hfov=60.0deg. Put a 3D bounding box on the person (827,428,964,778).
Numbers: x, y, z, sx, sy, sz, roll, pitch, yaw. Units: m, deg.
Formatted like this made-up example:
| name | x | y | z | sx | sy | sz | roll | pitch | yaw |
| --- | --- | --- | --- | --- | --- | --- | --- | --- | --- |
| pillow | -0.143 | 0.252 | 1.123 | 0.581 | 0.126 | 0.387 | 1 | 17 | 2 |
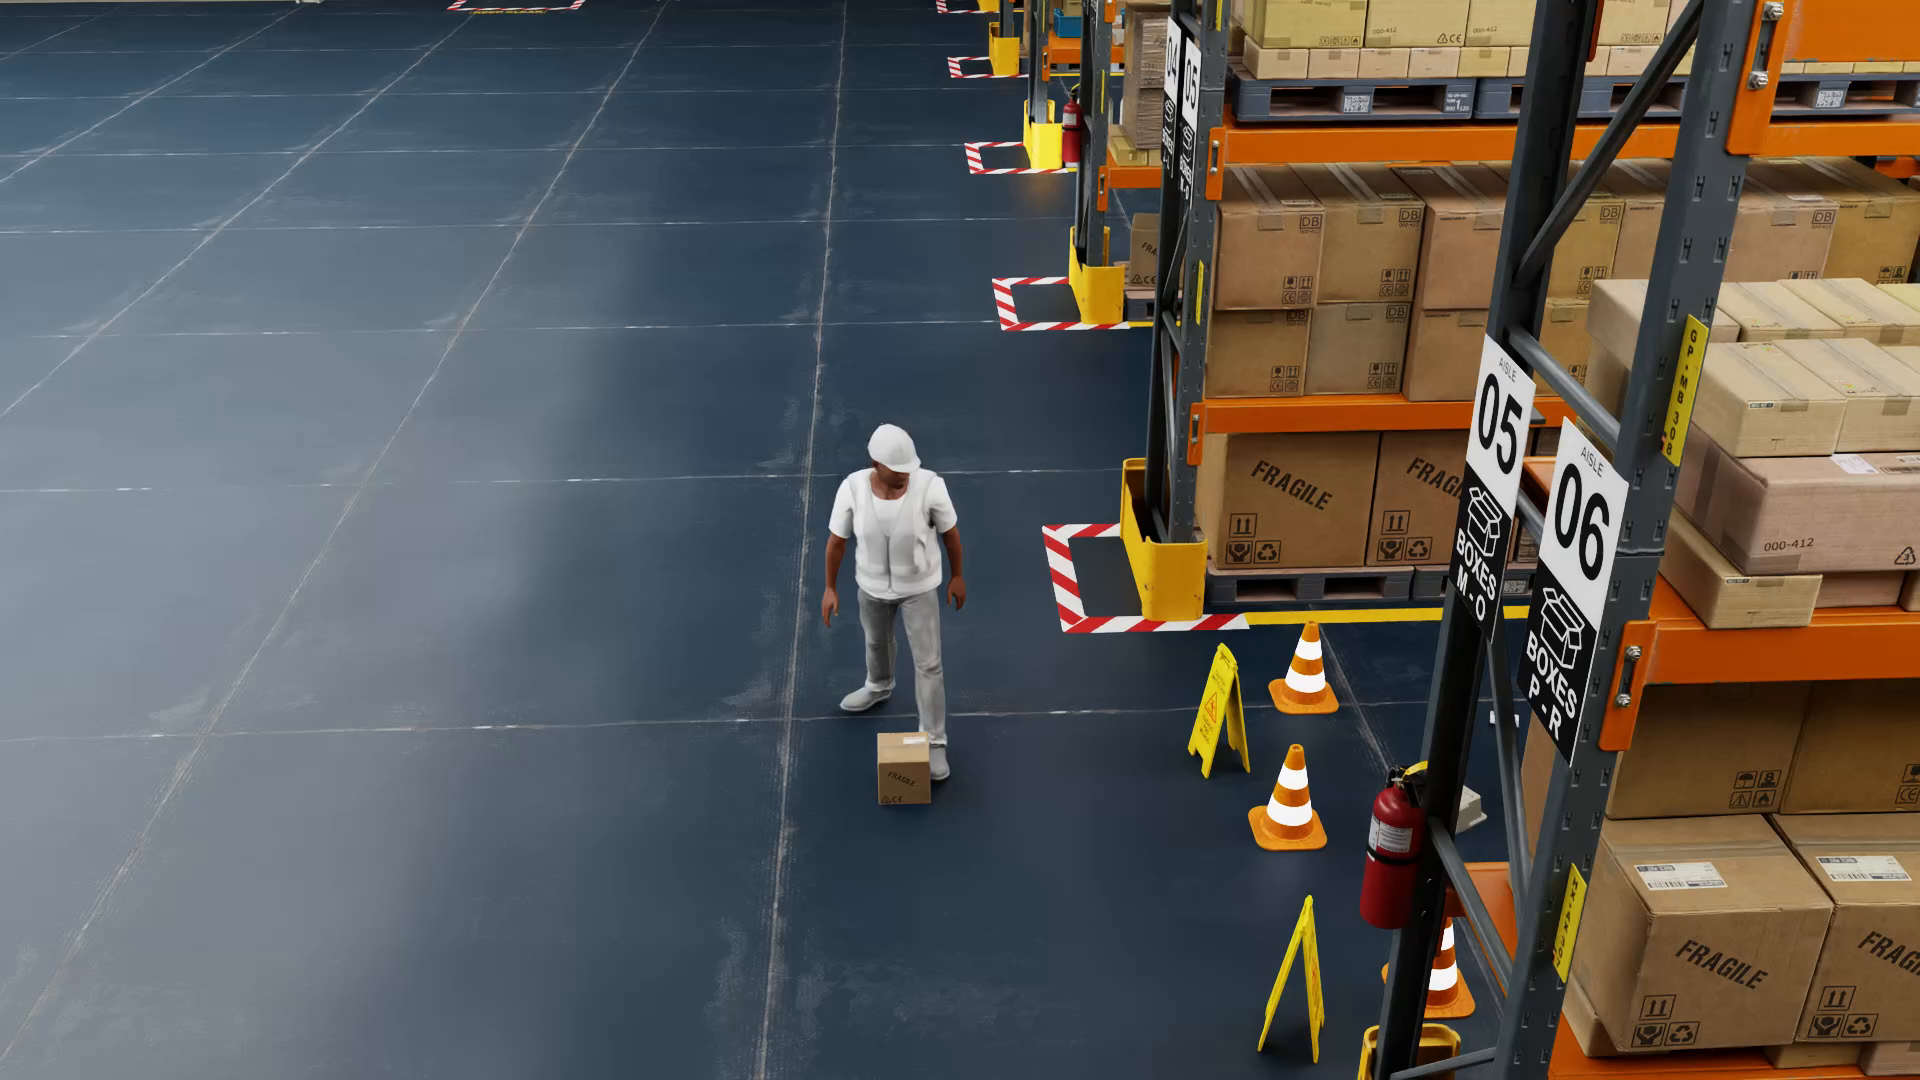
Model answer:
| name | x | y | z | sx | sy | sz | roll | pitch | yaw |
| --- | --- | --- | --- | --- | --- | --- | --- | --- | --- |
| person | -0.333 | 0.239 | 8.150 | 0.673 | 1.741 | 0.911 | 4 | 28 | 7 |
